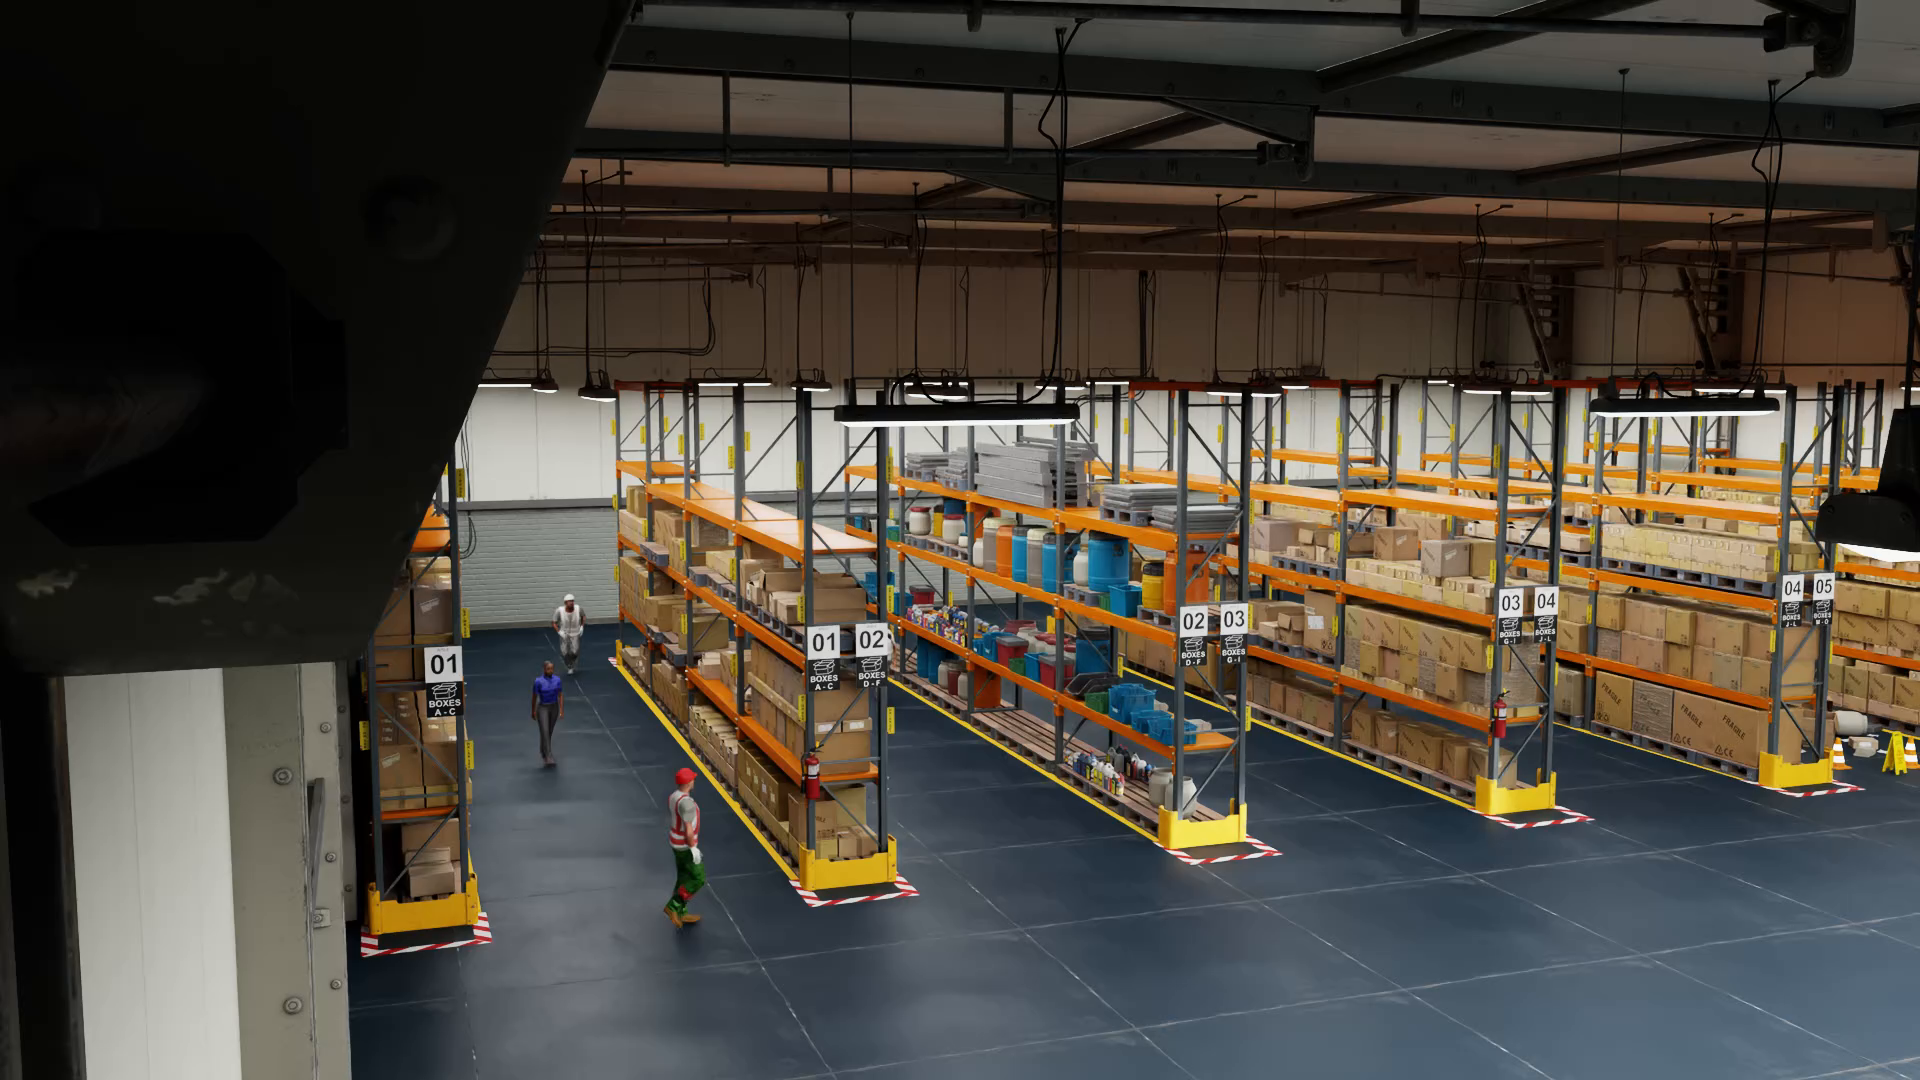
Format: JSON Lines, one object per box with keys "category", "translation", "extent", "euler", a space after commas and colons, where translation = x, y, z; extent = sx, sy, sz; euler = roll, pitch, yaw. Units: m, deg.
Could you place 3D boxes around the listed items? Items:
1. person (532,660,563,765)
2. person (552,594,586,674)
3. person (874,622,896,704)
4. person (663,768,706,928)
{"category": "person", "translation": [-6.537, 2.767, 26.450], "extent": [0.500, 1.503, 0.961], "euler": [-5, 8, -41]}
{"category": "person", "translation": [-7.962, 1.920, 33.865], "extent": [0.658, 1.683, 0.653], "euler": [-1, 6, -9]}
{"category": "person", "translation": [-1.423, 2.236, 30.976], "extent": [0.506, 1.605, 0.998], "euler": [-3, 7, -30]}
{"category": "person", "translation": [-3.140, 3.449, 18.698], "extent": [0.440, 1.788, 0.567], "euler": [-2, 6, -17]}
